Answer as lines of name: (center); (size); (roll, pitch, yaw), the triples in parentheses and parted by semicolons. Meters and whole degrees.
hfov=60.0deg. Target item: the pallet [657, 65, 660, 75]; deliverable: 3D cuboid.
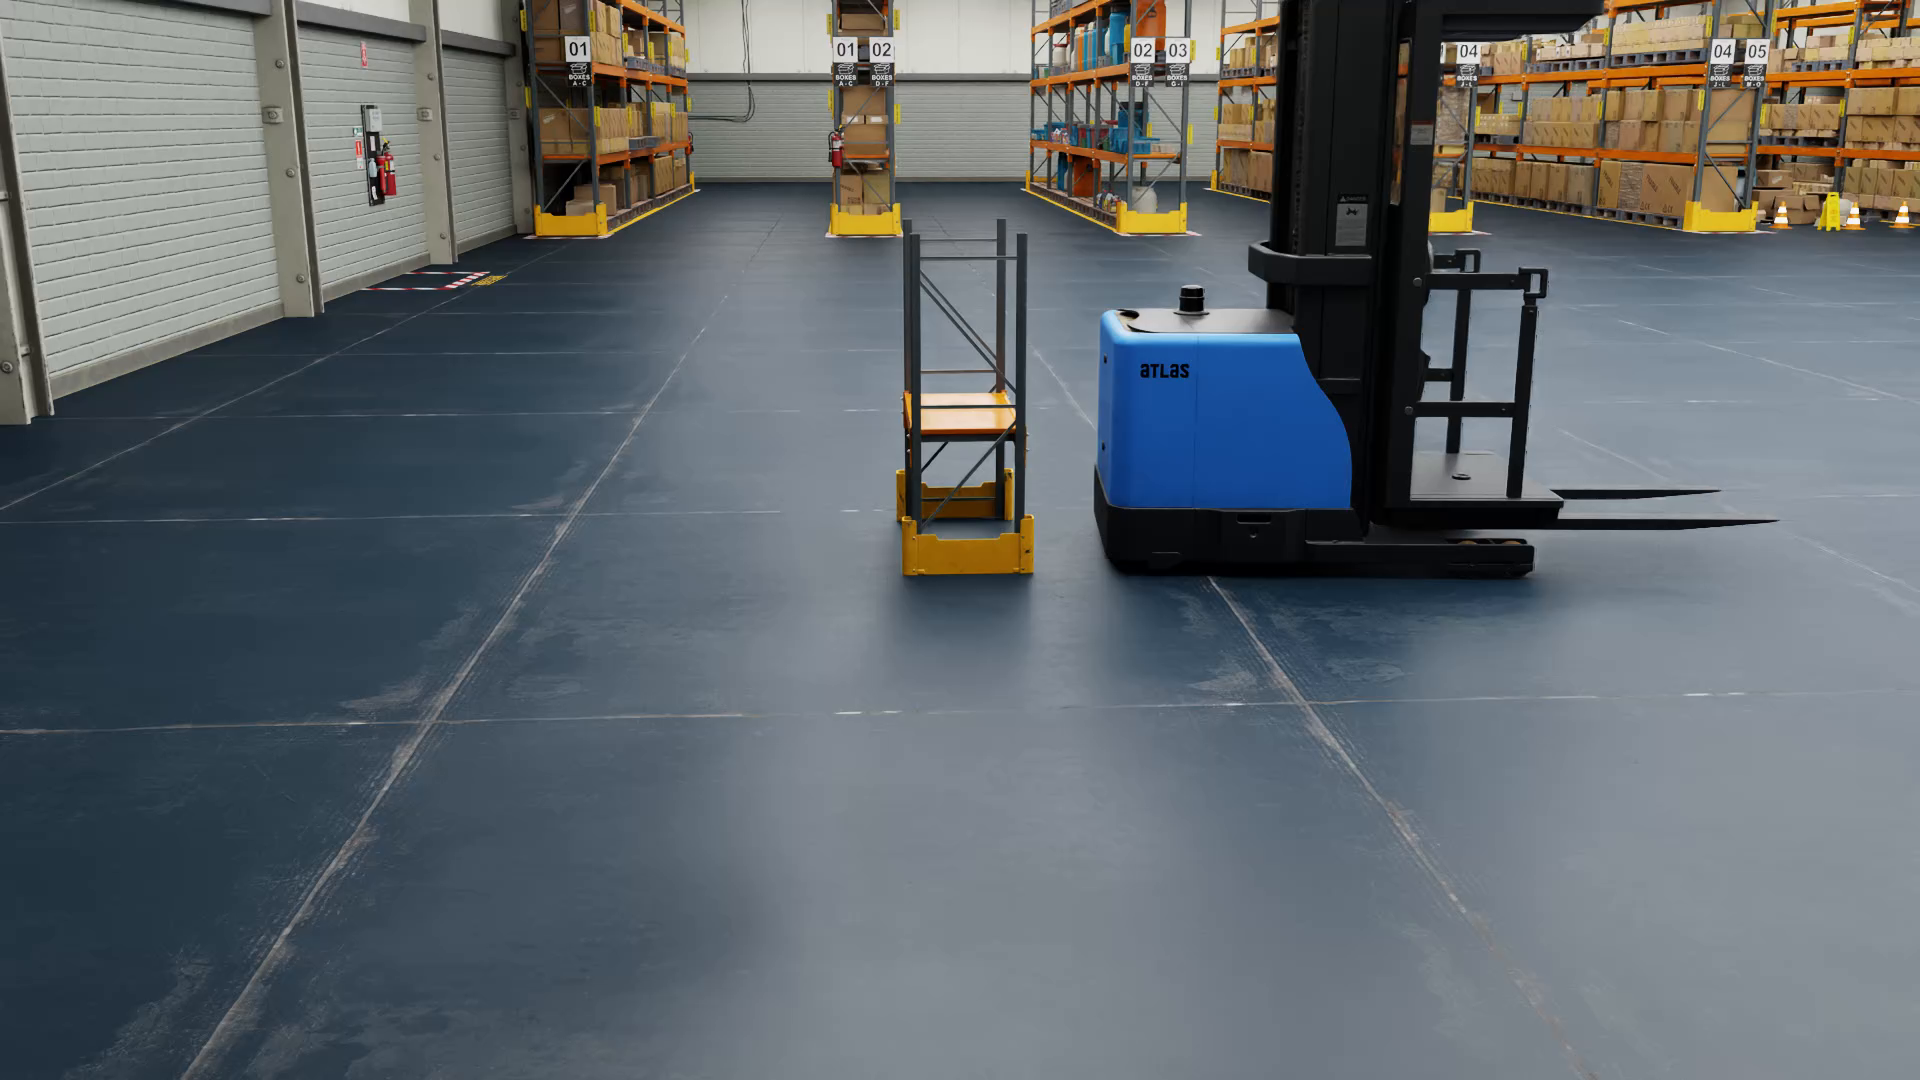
pallet: (-7.206, -10.369, 36.665); (1.003, 0.211, 1.213); (0, 14, -1)

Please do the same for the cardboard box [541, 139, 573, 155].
cardboard box: (-6.768, -6.631, 28.039); (0.500, 0.250, 0.500); (-1, 14, -3)

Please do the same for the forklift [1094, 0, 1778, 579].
forklift: (2.176, -1.382, 7.515); (3.031, 2.935, 1.130); (0, 14, 1)

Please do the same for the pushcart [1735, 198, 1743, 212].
pushcart: (15.657, -6.640, 33.077); (1.648, 0.377, 0.936); (-6, 16, -23)

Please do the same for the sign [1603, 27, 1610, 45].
sign: (12.454, -9.701, 32.021); (0.100, 0.325, 0.005); (-1, 14, -3)

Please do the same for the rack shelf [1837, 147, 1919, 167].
rack shelf: (18.053, -7.112, 31.091); (1.077, 0.370, 4.000); (-1, 14, -3)

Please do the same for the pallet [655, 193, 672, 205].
pallet: (-7.087, -7.720, 37.606); (1.003, 0.211, 1.213); (-1, 14, -3)

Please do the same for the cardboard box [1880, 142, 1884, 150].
cardboard box: (17.771, -7.497, 31.650); (0.380, 0.149, 0.250); (-1, 14, -4)

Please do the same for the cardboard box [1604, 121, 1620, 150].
cardboard box: (13.030, -7.837, 32.166); (0.875, 0.550, 0.550); (-1, 14, -3)

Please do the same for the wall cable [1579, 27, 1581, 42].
wall cable: (17.303, -15.269, 49.310); (2.355, 3.000, 0.029); (-1, 14, -3)

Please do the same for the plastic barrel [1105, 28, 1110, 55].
plastic barrel: (2.925, -9.328, 31.175); (0.421, 0.512, 0.421); (0, 14, 0)

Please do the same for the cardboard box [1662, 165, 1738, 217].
cardboard box: (13.135, -6.203, 29.538); (0.875, 0.875, 0.875); (-1, 14, -3)

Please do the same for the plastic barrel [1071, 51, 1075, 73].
plastic barrel: (2.560, -10.148, 35.203); (0.421, 0.512, 0.421); (0, 14, 0)

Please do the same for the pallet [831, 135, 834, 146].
pallet: (-2.209, -8.722, 36.291); (1.213, 0.211, 1.003); (-1, 14, -3)

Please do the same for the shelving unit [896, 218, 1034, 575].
shelving unit: (0.005, -0.707, 7.766); (0.587, 1.500, 1.083); (-1, 14, -3)

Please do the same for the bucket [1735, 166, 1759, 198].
bucket: (15.304, -7.009, 32.766); (0.726, 0.611, 0.620); (4, 5, 16)

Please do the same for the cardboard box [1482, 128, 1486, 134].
cardboard box: (12.184, -9.367, 38.075); (0.380, 0.149, 0.250); (0, 14, -2)

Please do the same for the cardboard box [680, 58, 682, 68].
cardboard box: (-7.193, -11.884, 41.433); (0.500, 0.250, 0.500); (-1, 14, -6)

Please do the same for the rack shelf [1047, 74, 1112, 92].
rack shelf: (2.723, -10.325, 37.559); (1.077, 0.370, 4.000); (-1, 14, -3)

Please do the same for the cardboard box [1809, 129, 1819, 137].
cardboard box: (17.571, -8.293, 33.898); (0.380, 0.149, 0.250); (-1, 14, -4)

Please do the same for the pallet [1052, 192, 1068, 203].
pallet: (2.684, -7.871, 38.193); (1.003, 0.211, 1.213); (-1, 14, -3)

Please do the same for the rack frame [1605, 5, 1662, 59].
rack frame: (12.995, -10.762, 31.793); (1.000, 3.000, 0.127); (-1, 14, -3)

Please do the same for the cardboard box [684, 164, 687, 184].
cardboard box: (-7.394, -9.380, 42.636); (0.700, 0.500, 0.500); (-1, 14, -3)

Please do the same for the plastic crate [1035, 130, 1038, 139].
plastic crate: (2.120, -10.267, 42.125); (0.416, 0.233, 0.300); (-1, 14, -3)

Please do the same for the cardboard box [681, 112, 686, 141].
cardboard box: (-7.439, -10.398, 41.816); (0.980, 0.700, 0.700); (-1, 14, -4)

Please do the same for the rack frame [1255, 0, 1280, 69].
rack frame: (7.543, -12.700, 39.326); (1.000, 3.000, 0.127); (-1, 14, -3)

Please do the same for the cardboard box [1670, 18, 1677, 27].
cardboard box: (12.822, -9.161, 29.453); (0.380, 0.149, 0.250); (-1, 14, -3)

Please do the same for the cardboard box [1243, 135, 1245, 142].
cardboard box: (7.165, -9.871, 40.876); (0.380, 0.149, 0.250); (-1, 14, -4)

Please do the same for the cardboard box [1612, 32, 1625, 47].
cardboard box: (12.746, -9.506, 31.594); (0.500, 0.250, 0.500); (-1, 14, -3)

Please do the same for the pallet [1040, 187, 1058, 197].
pallet: (2.515, -8.550, 40.832); (1.003, 0.211, 1.213); (-1, 14, -3)

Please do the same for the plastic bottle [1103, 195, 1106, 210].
plastic bottle: (2.711, -6.330, 31.177); (0.061, 0.283, 0.133); (0, 14, -1)

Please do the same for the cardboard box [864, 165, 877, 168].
cardboard box: (-2.466, -9.114, 41.554); (0.797, 0.503, 0.637); (-1, 14, -3)

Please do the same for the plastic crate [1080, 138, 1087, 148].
plastic crate: (2.705, -8.054, 33.736); (0.450, 0.188, 0.662); (-1, 14, -3)

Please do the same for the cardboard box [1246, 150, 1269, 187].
cardboard box: (7.582, -9.134, 40.928); (0.875, 0.875, 0.875); (-1, 14, -3)

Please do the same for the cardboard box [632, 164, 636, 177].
cardboard box: (-6.972, -7.615, 34.231); (0.500, 0.250, 0.500); (-1, 14, -2)

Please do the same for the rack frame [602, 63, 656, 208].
rack frame: (-7.041, -8.570, 35.315); (1.000, 3.000, 0.127); (-1, 14, -3)

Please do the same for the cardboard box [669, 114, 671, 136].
cardboard box: (-7.009, -9.656, 38.698); (0.500, 0.500, 0.500); (-1, 14, -4)

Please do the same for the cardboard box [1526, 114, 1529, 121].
cardboard box: (12.882, -9.467, 37.267); (0.380, 0.149, 0.250); (-1, 14, -4)

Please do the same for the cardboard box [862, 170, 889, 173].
cardboard box: (-1.548, -6.527, 30.544); (0.500, 0.500, 0.500); (-1, 14, -3)

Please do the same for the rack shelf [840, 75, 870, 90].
rack shelf: (-1.973, -9.254, 33.399); (1.077, 0.370, 4.000); (-1, 14, -3)

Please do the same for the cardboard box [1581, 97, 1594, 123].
cardboard box: (12.924, -8.640, 33.380); (0.700, 0.500, 0.500); (-1, 14, -4)

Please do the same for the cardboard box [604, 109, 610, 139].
cardboard box: (-6.296, -7.127, 28.463); (0.500, 0.500, 0.500); (-1, 14, -3)

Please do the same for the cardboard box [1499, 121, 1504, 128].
cardboard box: (12.244, -9.259, 37.057); (0.380, 0.149, 0.250); (0, 14, -1)

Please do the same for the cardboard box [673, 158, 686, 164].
cardboard box: (-7.204, -9.665, 42.442); (0.380, 0.149, 0.250); (-1, 14, -4)

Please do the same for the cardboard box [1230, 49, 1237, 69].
cardboard box: (7.295, -12.272, 42.438); (0.700, 0.500, 0.500); (-1, 14, -5)

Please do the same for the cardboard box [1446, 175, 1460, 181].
cardboard box: (12.162, -8.886, 40.824); (0.380, 0.149, 0.250); (-1, 14, -2)

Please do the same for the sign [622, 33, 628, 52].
sign: (-6.252, -9.289, 31.051); (0.100, 0.325, 0.005); (-1, 14, -3)

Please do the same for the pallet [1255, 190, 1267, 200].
pallet: (7.666, -8.253, 39.679); (1.003, 0.211, 1.213); (-1, 14, -3)

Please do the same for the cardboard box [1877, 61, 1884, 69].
cardboard box: (17.790, -9.081, 31.787); (0.380, 0.149, 0.250); (-1, 14, -3)

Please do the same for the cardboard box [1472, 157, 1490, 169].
cardboard box: (12.317, -8.881, 39.194); (0.500, 0.250, 0.500); (0, 14, -2)

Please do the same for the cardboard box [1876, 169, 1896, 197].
cardboard box: (17.772, -6.780, 31.527); (0.500, 0.500, 0.500); (0, 14, -1)

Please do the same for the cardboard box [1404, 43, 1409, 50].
cardboard box: (7.932, -8.580, 28.835); (0.380, 0.149, 0.250); (-2, 15, -6)

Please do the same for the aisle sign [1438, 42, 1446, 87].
aisle sign: (7.990, -8.049, 28.072); (0.394, 0.787, 0.004); (-1, 14, -3)

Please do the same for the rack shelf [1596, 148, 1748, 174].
rack shelf: (13.119, -7.010, 30.697); (1.077, 0.370, 4.000); (-1, 14, -3)

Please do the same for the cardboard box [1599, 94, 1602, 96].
cardboard box: (16.920, -11.566, 43.449); (0.380, 0.149, 0.250); (0, 14, -2)
